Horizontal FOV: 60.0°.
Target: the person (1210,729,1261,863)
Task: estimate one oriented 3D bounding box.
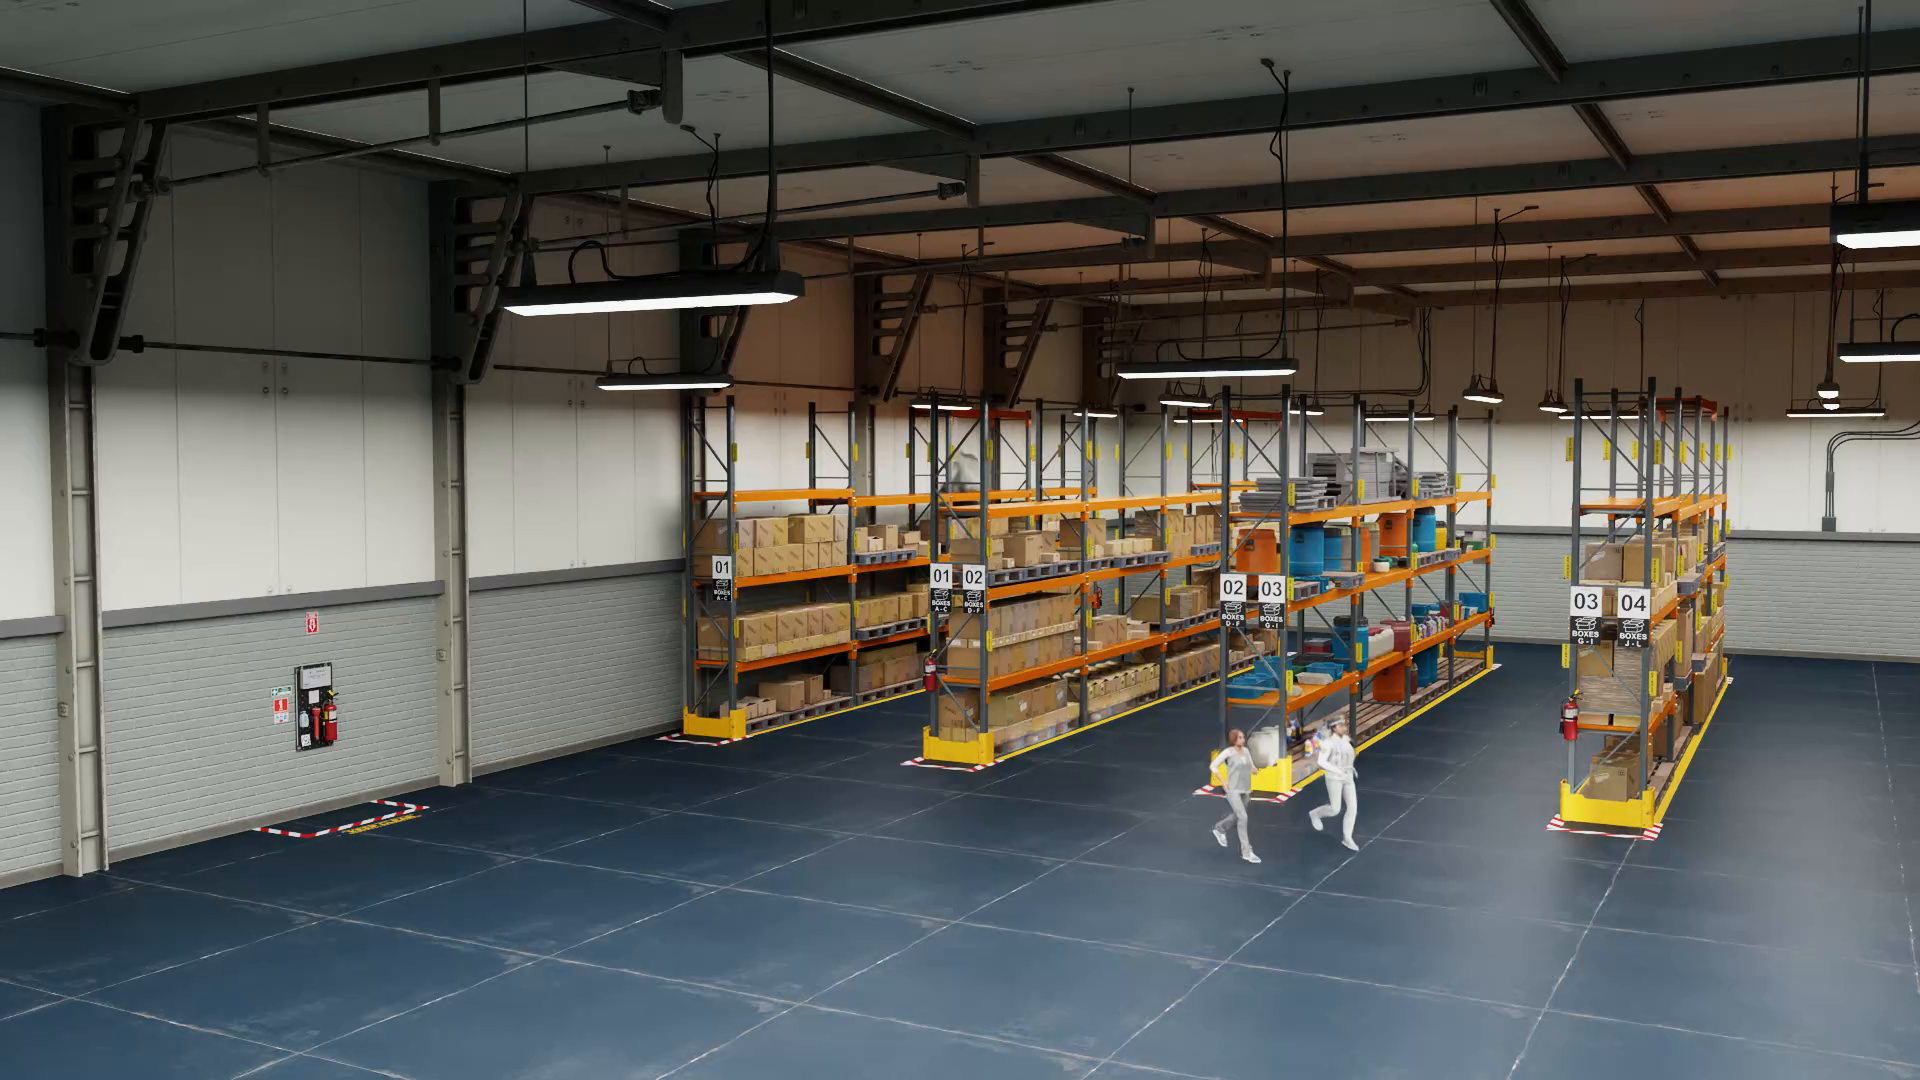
[{"bbox_3d":[3.401,3.109,20.472,0.539,1.579,0.893,-2,4,-35],"label":"person"}]

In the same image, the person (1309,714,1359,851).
[{"bbox_3d":[4.825,3.059,21.249,0.624,1.694,0.833,-2,3,-29],"label":"person"}]
